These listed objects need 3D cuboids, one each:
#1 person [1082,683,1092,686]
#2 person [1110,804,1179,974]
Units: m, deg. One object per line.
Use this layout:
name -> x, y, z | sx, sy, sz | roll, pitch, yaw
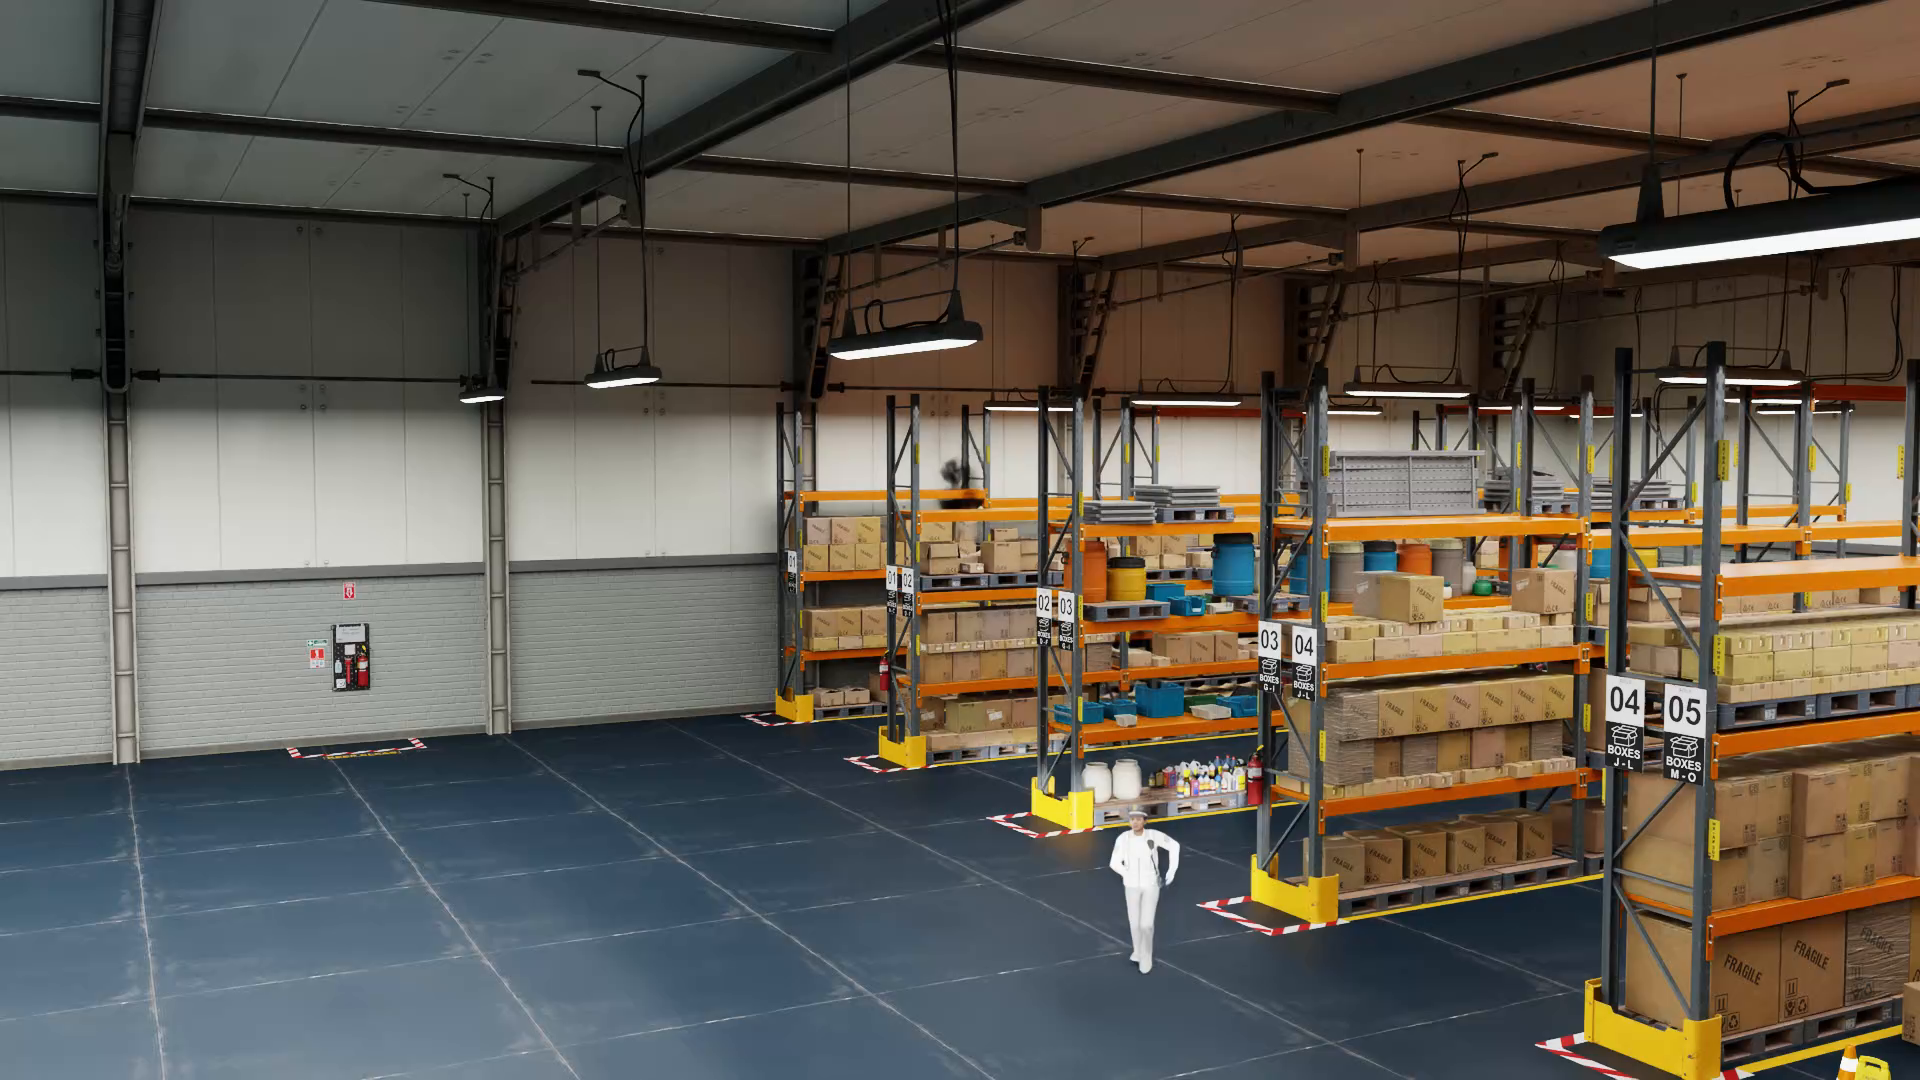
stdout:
person -> 2.310, 2.610, 30.961 | 0.549, 1.623, 0.608 | -3, 4, -39
person -> 1.795, 3.391, 16.264 | 0.622, 1.666, 0.822 | 1, 3, 19
